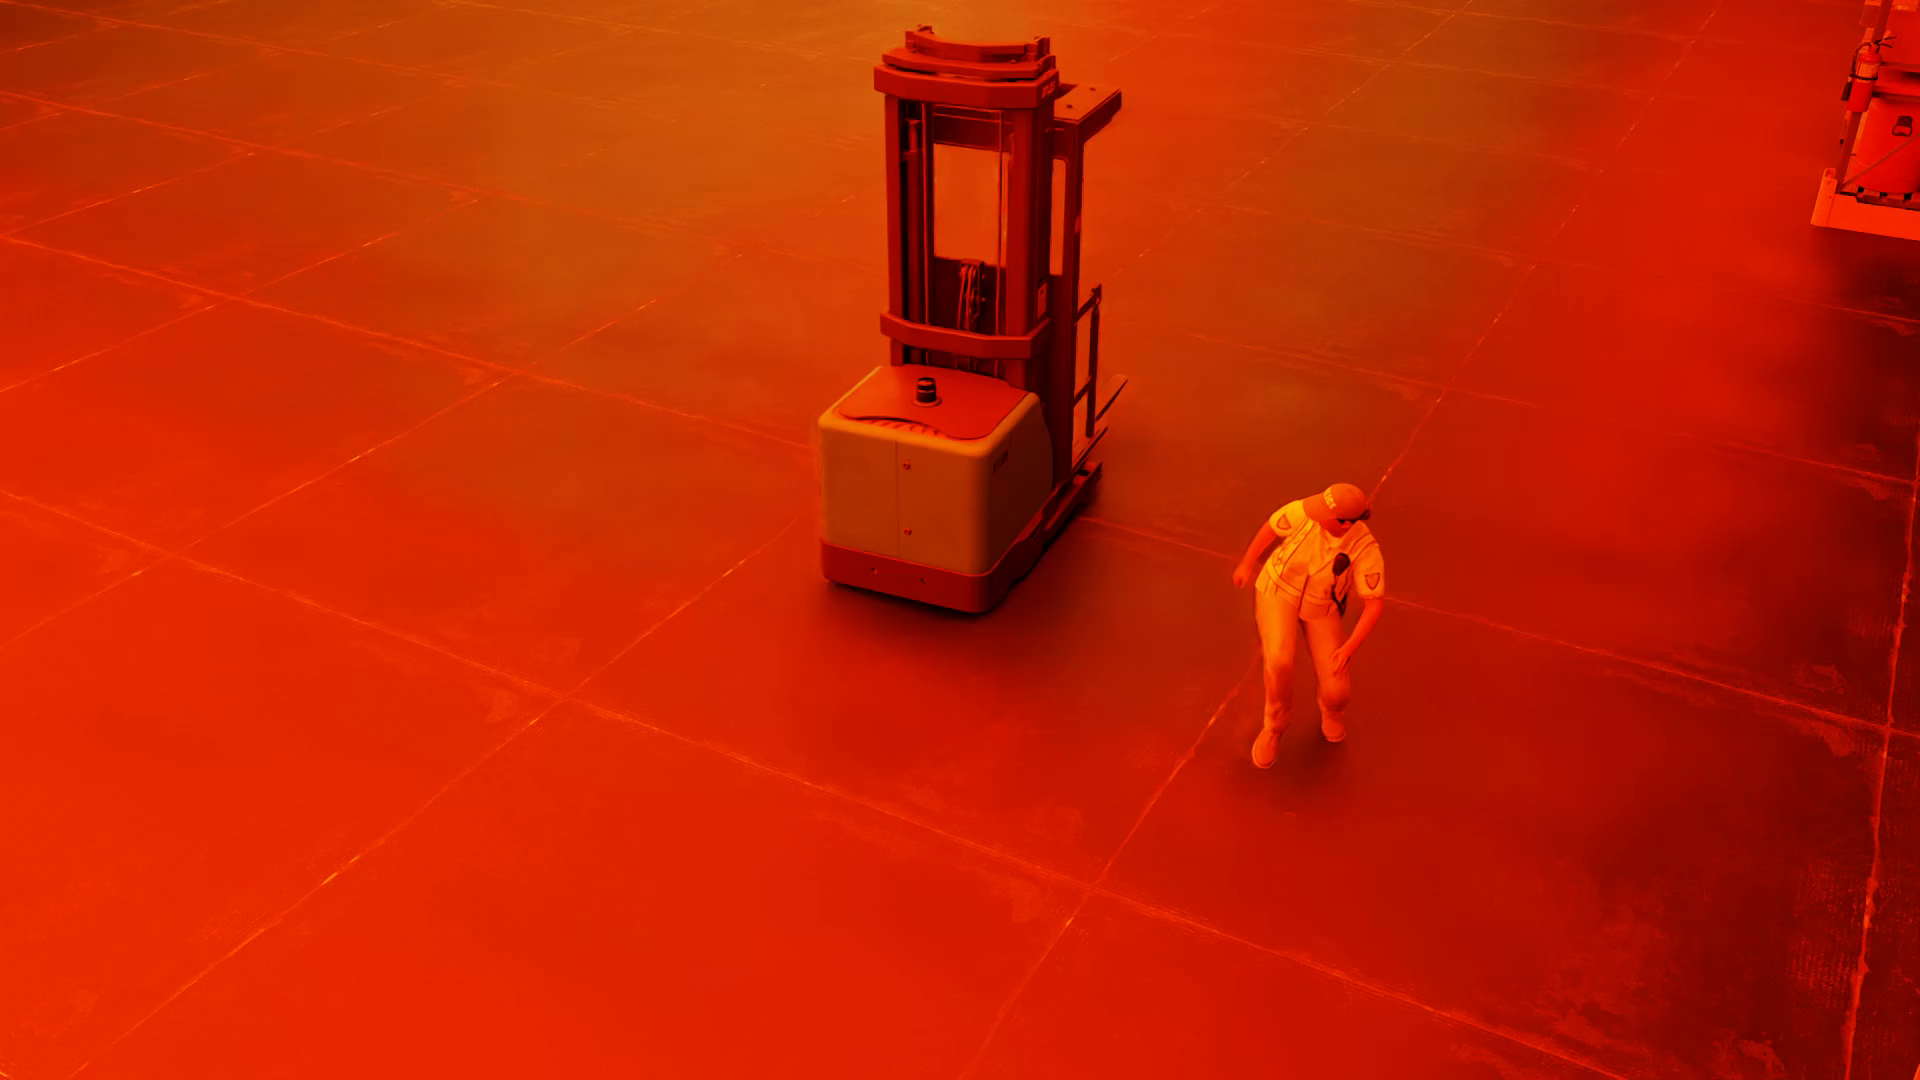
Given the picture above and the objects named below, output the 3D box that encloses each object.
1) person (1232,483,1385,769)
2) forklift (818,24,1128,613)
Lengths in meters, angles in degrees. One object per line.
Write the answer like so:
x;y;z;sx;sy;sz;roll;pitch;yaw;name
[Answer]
1.650;0.355;7.966;0.708;1.463;0.718;5;30;9;person
0.255;-1.585;9.818;1.130;2.935;3.031;12;32;20;forklift
